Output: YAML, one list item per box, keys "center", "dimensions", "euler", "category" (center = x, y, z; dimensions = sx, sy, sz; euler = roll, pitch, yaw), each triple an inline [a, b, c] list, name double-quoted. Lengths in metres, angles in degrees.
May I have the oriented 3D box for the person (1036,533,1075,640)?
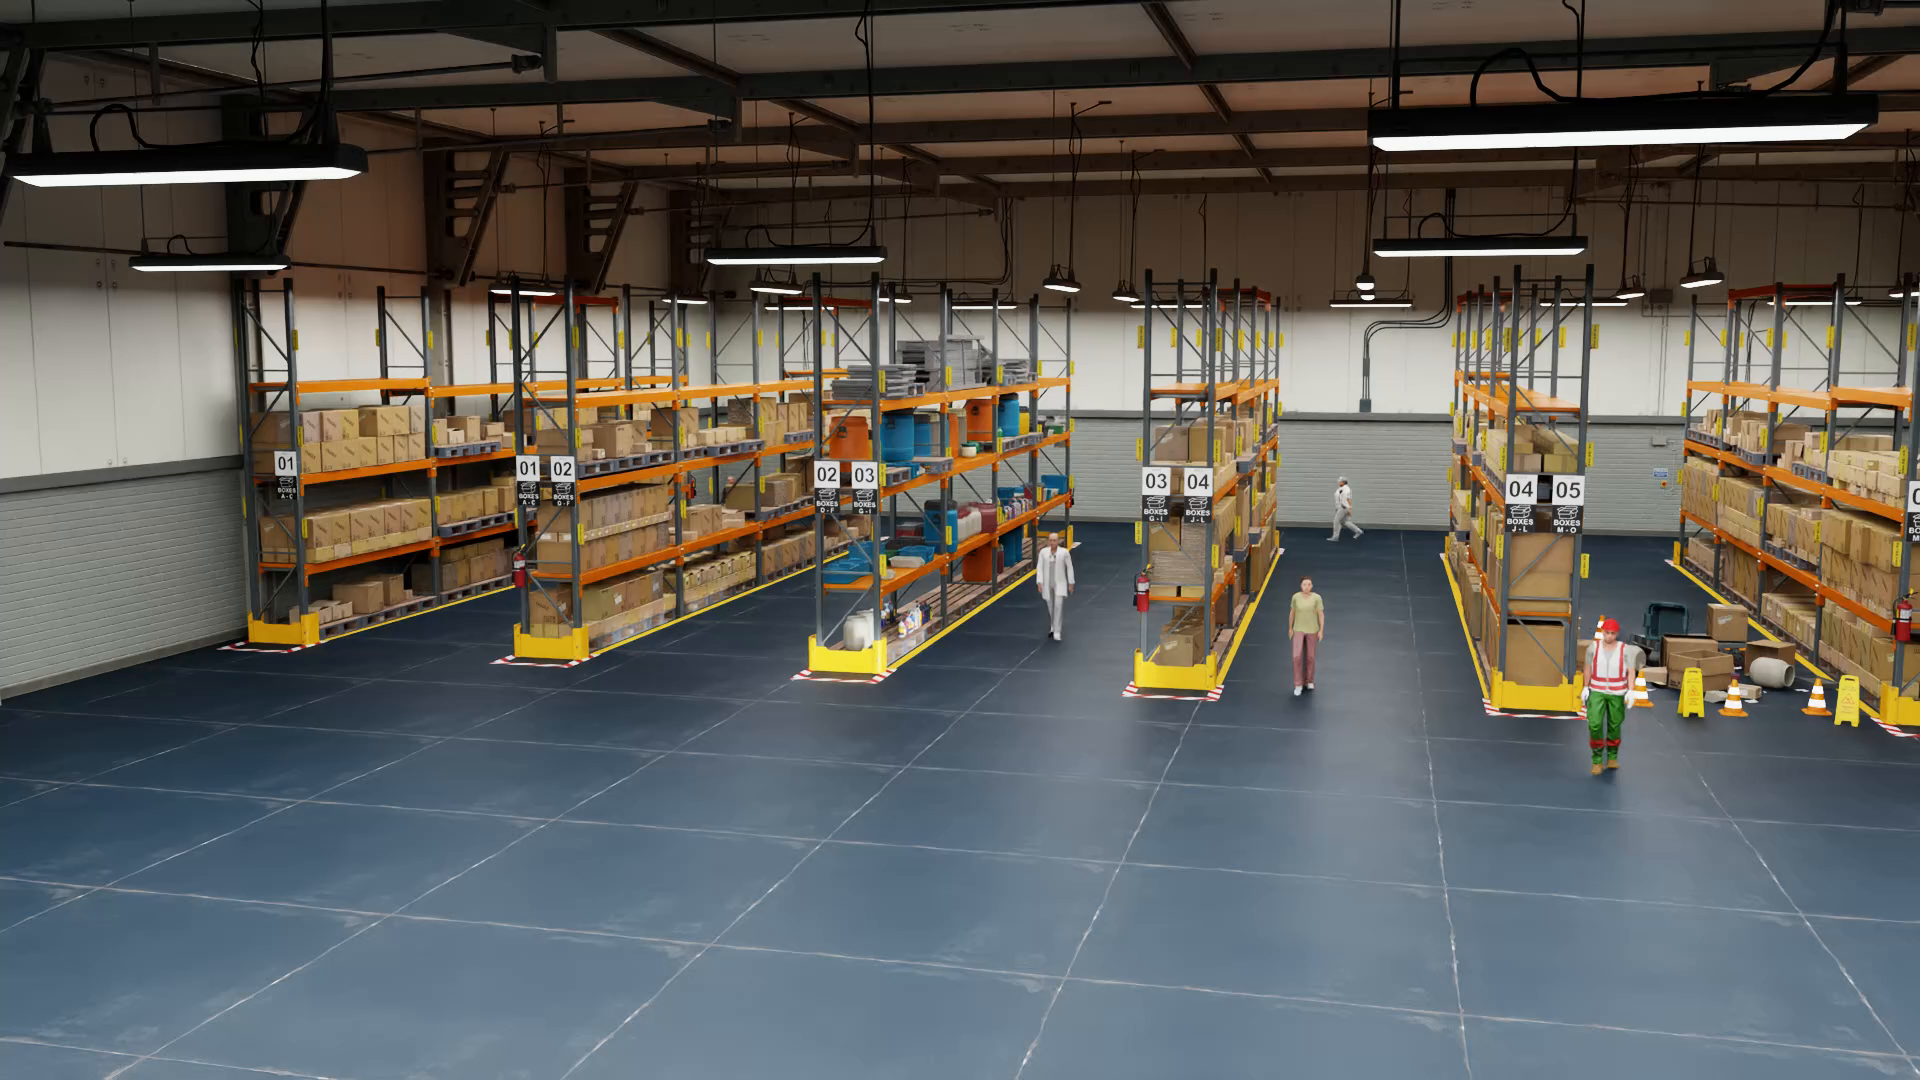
- center: [1.582, 0.754, 28.046]
  dimensions: [0.629, 1.740, 0.995]
  euler: [3, 7, 21]
  category: "person"

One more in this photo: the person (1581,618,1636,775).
- center: [7.542, 1.822, 19.356]
  dimensions: [0.596, 1.842, 0.535]
  euler: [3, 8, 26]
  category: "person"

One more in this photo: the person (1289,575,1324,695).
- center: [4.943, 1.343, 23.752]
  dimensions: [0.499, 1.705, 0.622]
  euler: [2, 7, 14]
  category: "person"

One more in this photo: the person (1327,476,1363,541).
- center: [9.613, -0.781, 41.456]
  dimensions: [0.917, 1.617, 0.504]
  euler: [0, 7, 4]
  category: "person"

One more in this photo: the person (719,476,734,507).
- center: [-5.673, -0.807, 41.754]
  dimensions: [0.636, 1.626, 0.720]
  euler: [3, 7, 22]
  category: "person"
